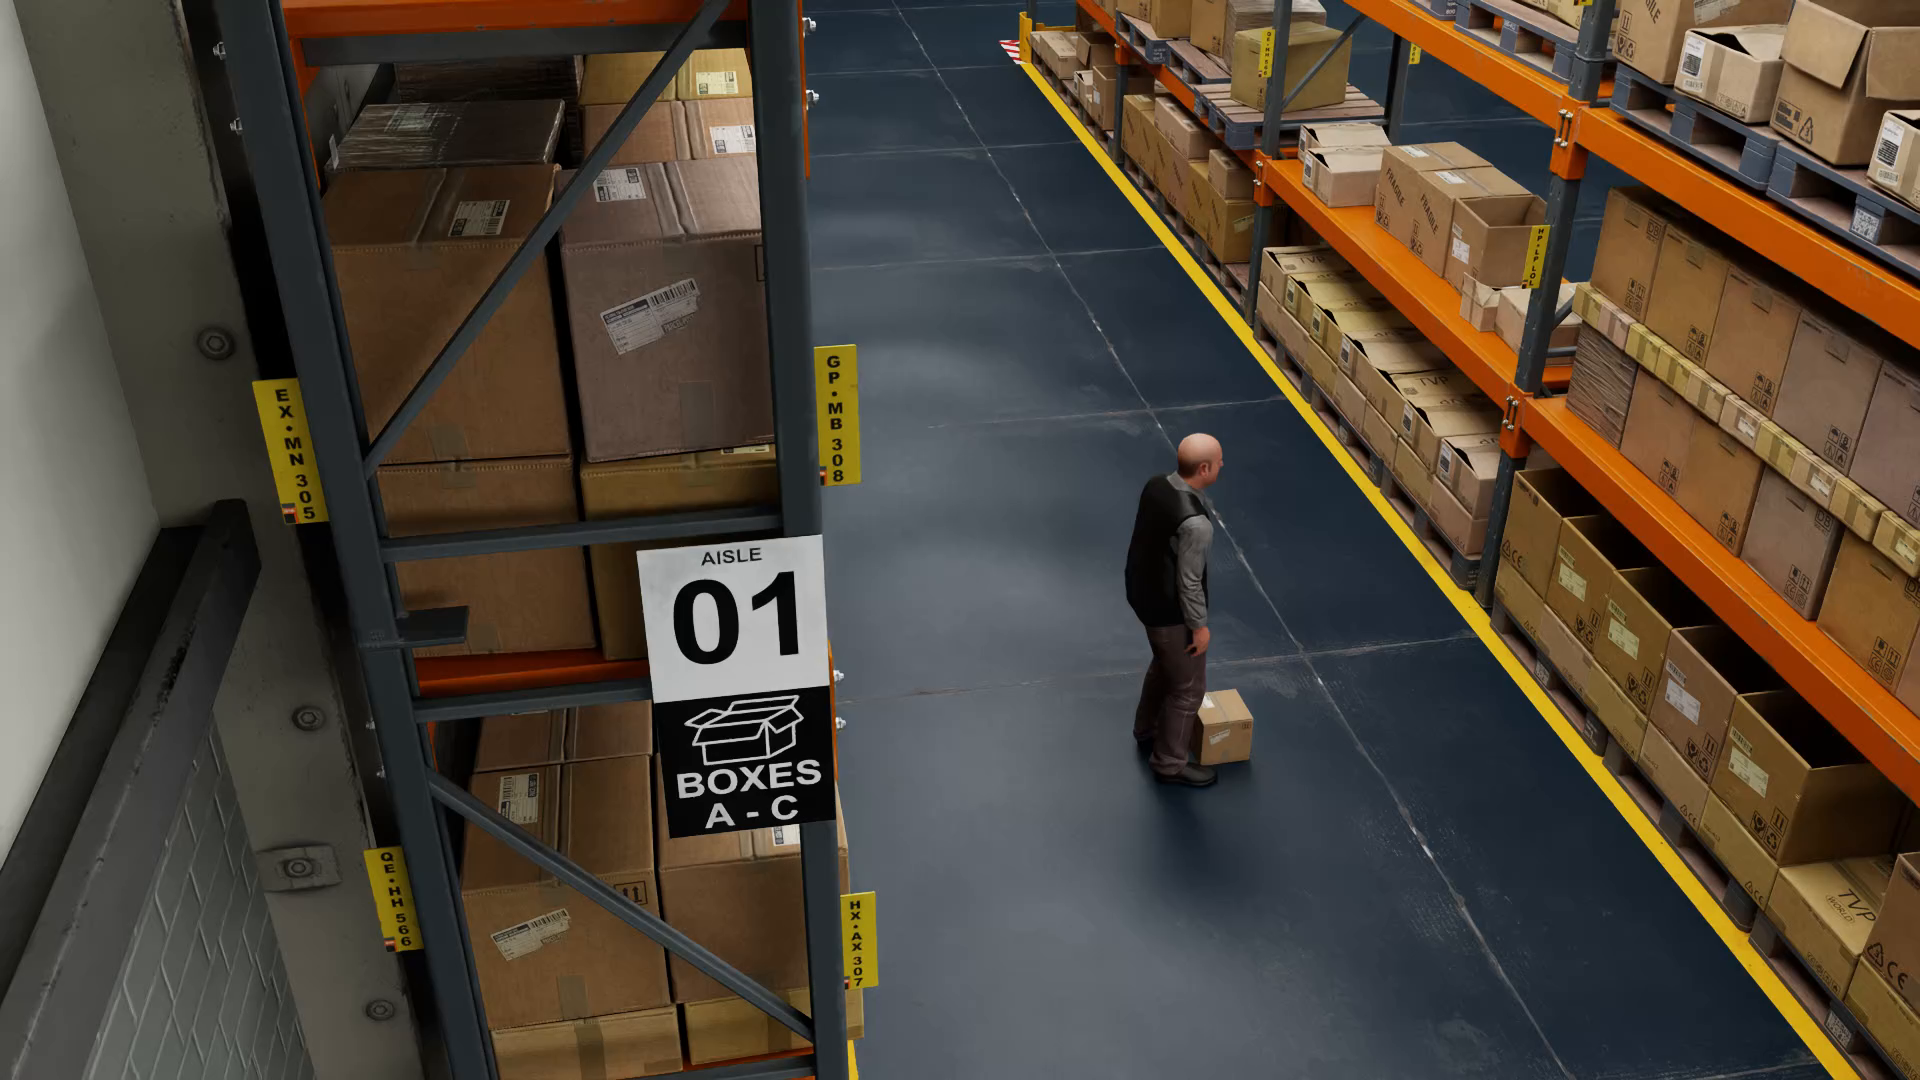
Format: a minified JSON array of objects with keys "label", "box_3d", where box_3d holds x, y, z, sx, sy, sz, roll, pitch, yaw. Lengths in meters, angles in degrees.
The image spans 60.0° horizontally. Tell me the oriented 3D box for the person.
[{"label":"person","box_3d":[0.975,0.301,7.650,0.422,1.720,0.592,-7,31,-12]}]
